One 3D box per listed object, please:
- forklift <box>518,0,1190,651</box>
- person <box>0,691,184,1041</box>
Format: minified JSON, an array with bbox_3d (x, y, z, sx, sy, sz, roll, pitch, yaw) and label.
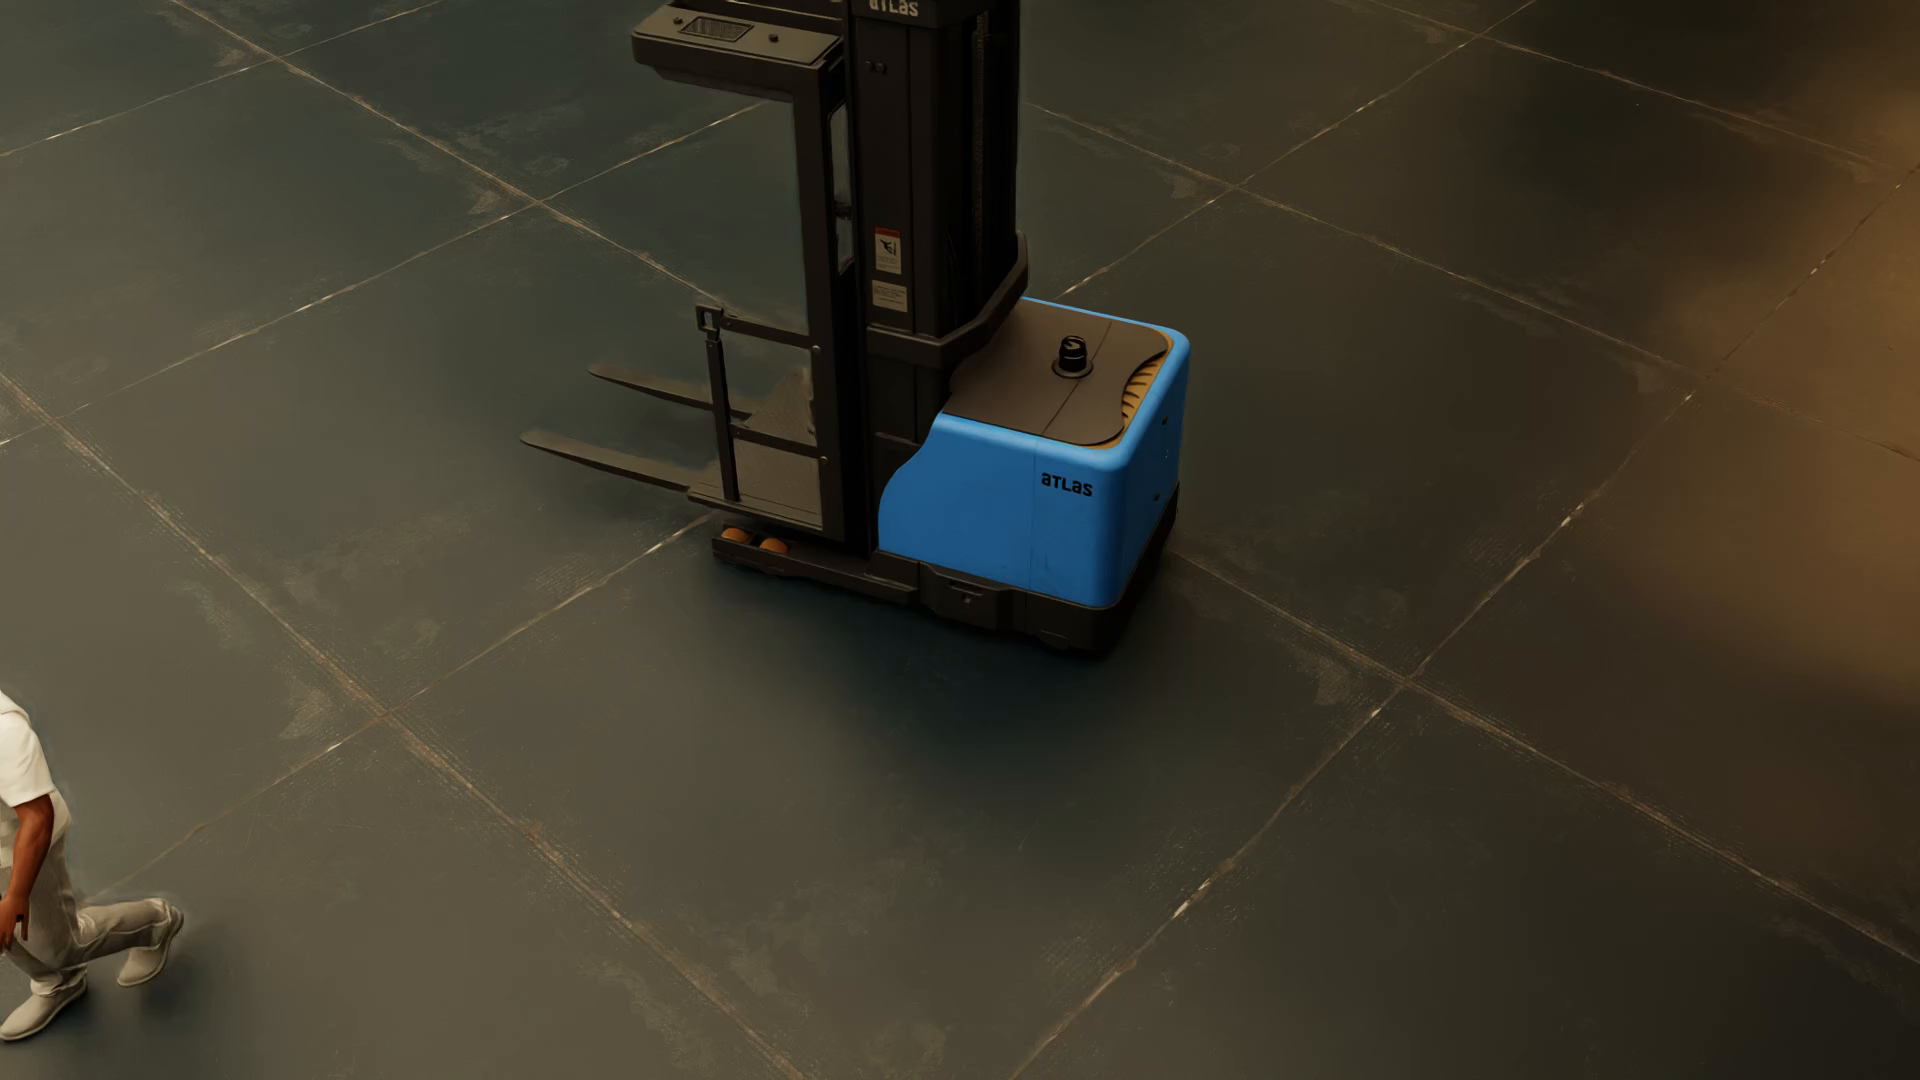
[{"bbox_3d":[-0.575,-1.256,6.892,3.031,2.935,1.130,15,43,17],"label":"forklift"},{"bbox_3d":[-3.032,0.918,5.268,0.867,1.747,0.638,20,44,21],"label":"person"}]
